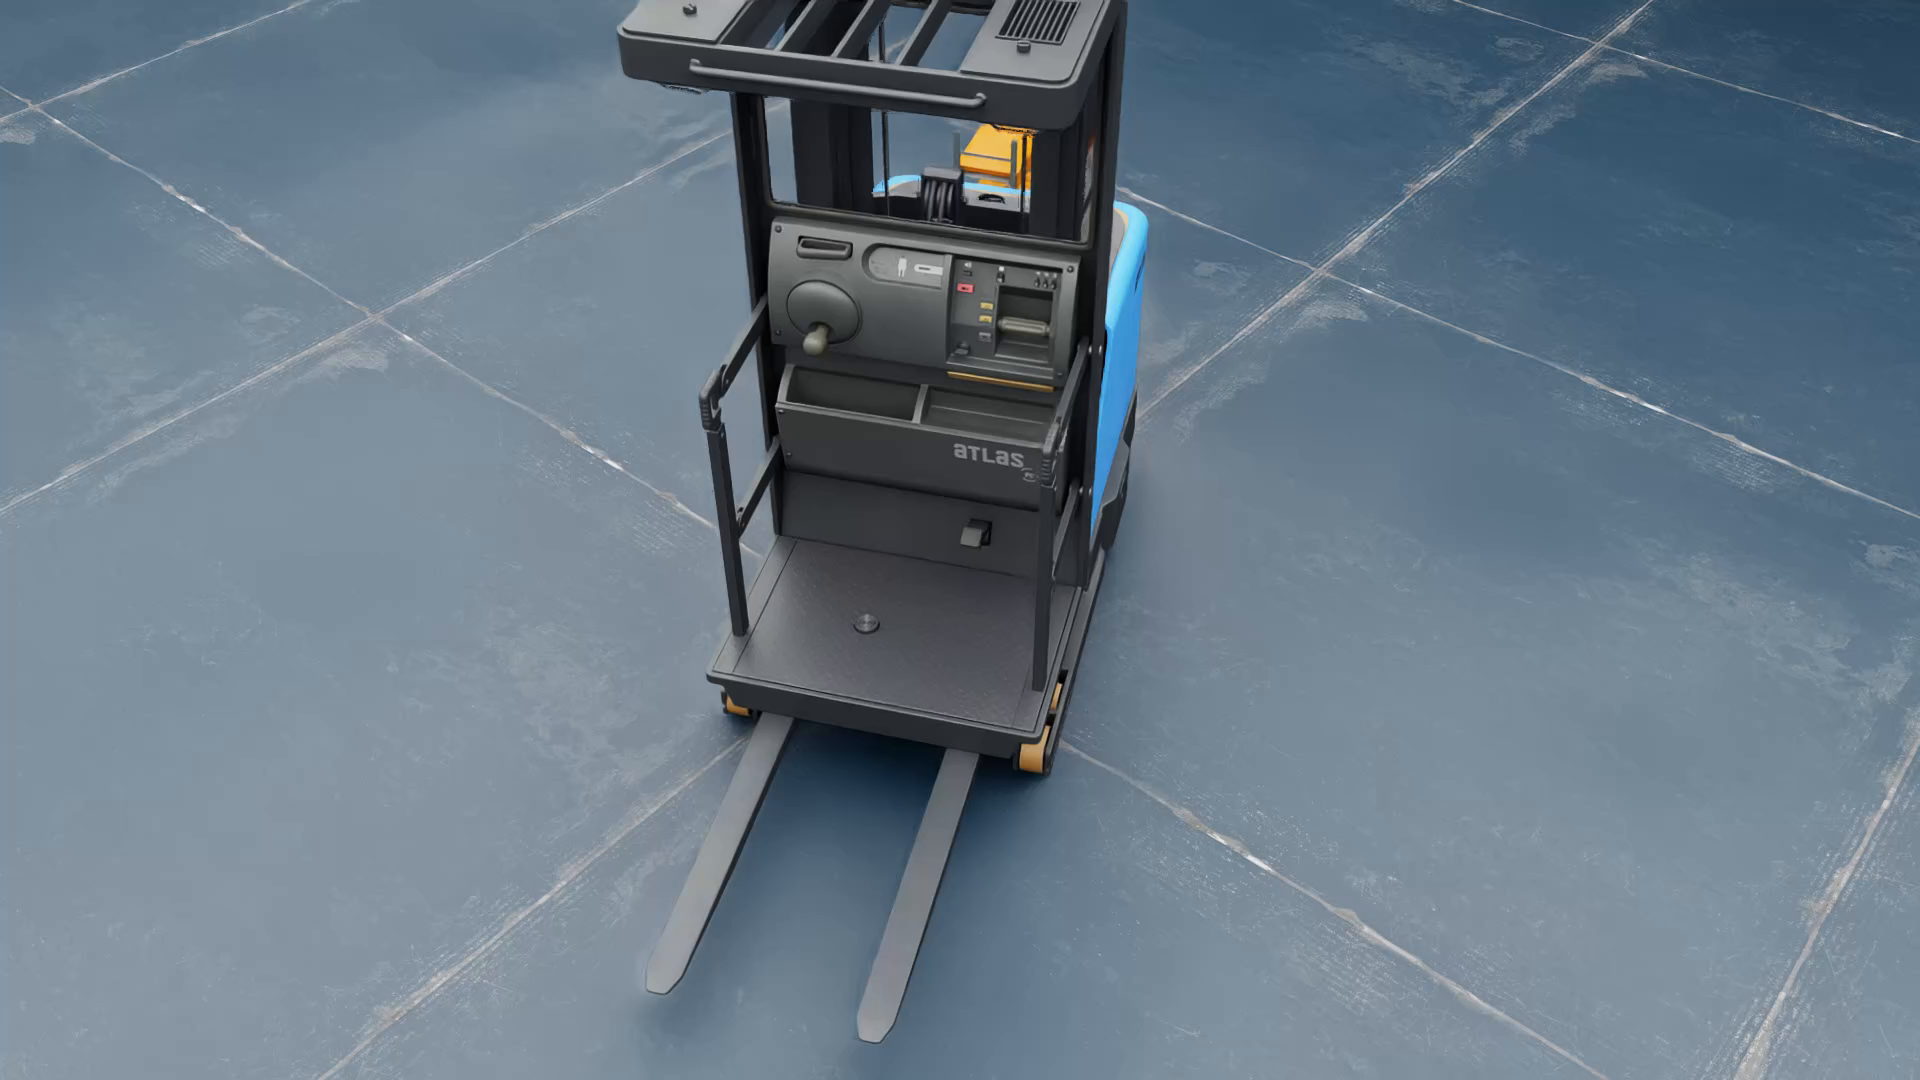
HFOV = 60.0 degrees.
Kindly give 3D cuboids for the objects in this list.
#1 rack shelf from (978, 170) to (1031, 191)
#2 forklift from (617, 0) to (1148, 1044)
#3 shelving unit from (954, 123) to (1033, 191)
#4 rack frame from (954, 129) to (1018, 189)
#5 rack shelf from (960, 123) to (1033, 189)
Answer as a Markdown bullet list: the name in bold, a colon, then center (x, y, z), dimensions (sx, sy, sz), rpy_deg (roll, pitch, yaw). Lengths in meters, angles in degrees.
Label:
- **rack shelf**: center (0.166, -1.297, 6.544), dimensions (0.258, 0.148, 0.480), rpy_deg (12, 42, 13)
- **forklift**: center (-0.167, -0.617, 4.750), dimensions (1.130, 2.935, 3.031), rpy_deg (10, 43, 10)
- **shelving unit**: center (0.165, -1.179, 6.647), dimensions (0.258, 1.200, 0.503), rpy_deg (12, 42, 13)
- **rack frame**: center (0.091, -1.027, 6.471), dimensions (0.240, 1.200, 0.015), rpy_deg (12, 42, 13)
- **rack shelf**: center (0.168, -1.476, 6.389), dimensions (0.258, 0.148, 0.480), rpy_deg (12, 42, 13)
